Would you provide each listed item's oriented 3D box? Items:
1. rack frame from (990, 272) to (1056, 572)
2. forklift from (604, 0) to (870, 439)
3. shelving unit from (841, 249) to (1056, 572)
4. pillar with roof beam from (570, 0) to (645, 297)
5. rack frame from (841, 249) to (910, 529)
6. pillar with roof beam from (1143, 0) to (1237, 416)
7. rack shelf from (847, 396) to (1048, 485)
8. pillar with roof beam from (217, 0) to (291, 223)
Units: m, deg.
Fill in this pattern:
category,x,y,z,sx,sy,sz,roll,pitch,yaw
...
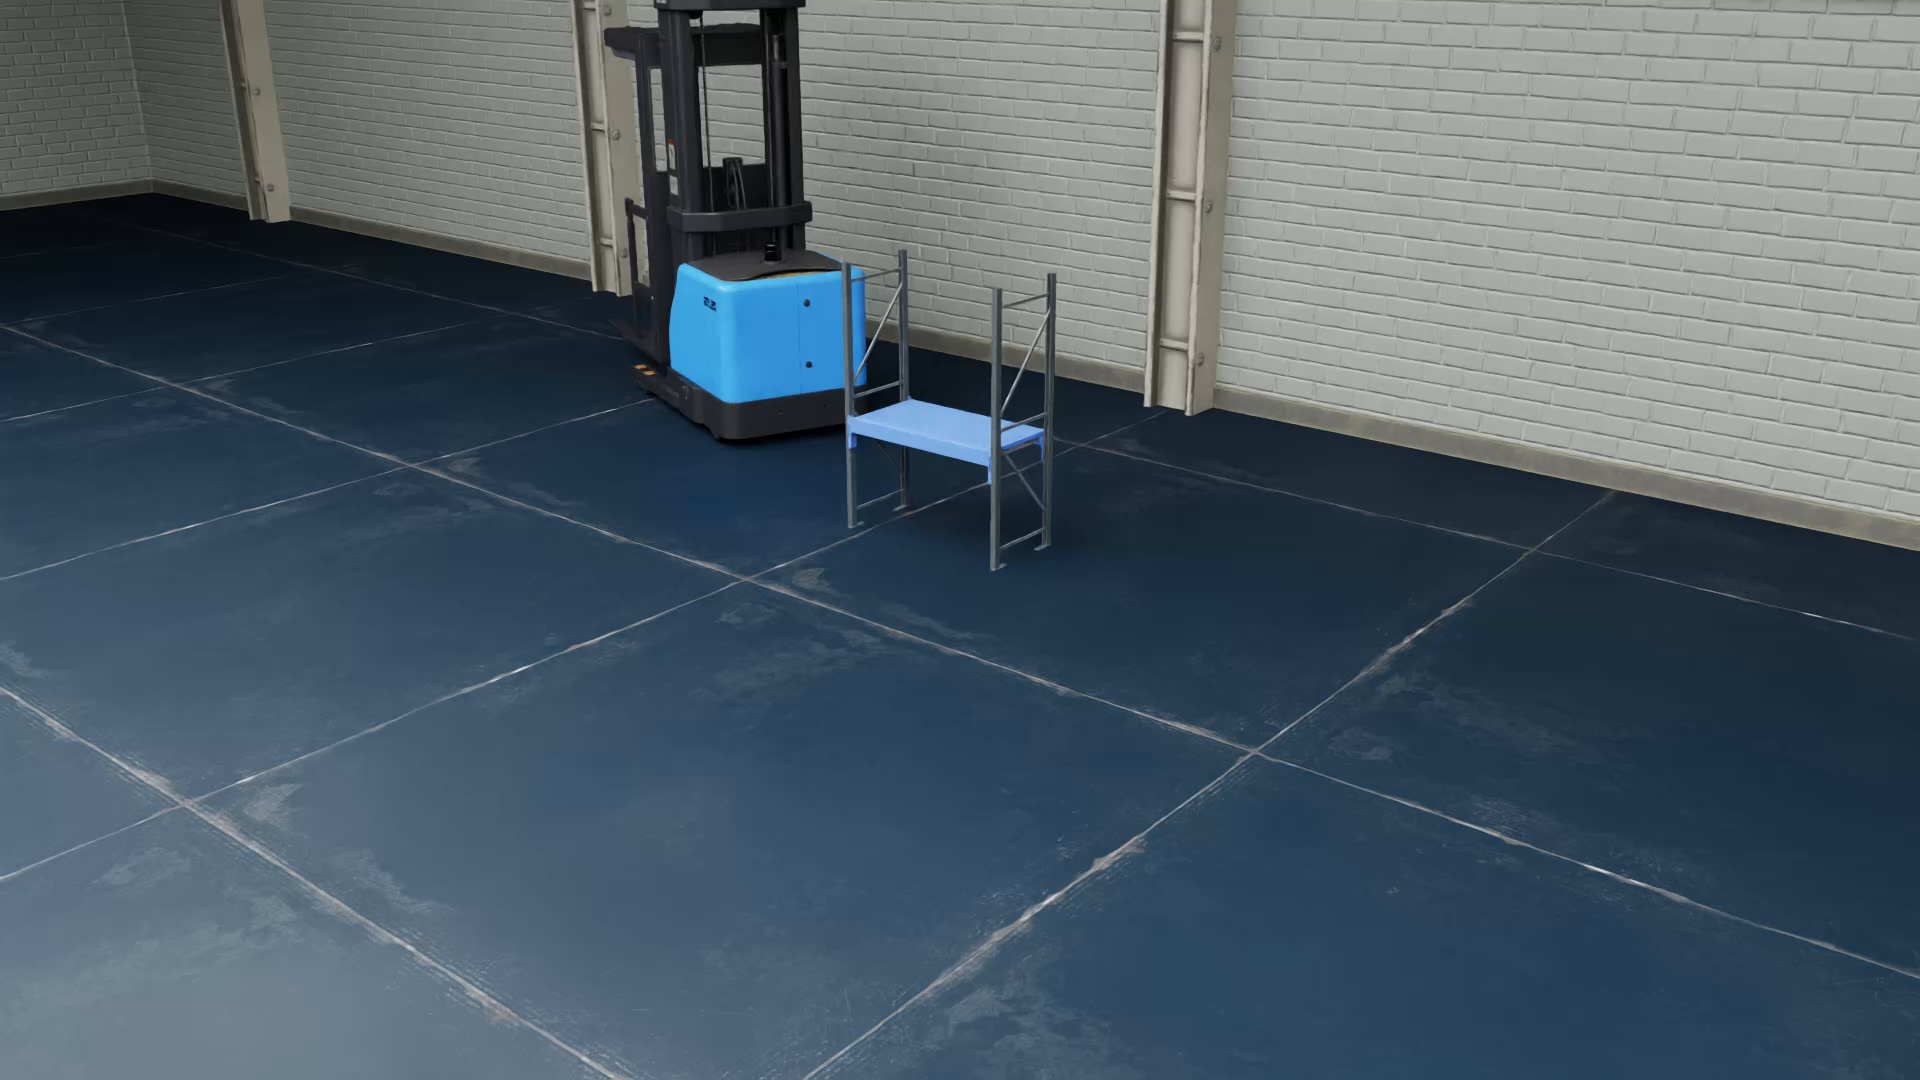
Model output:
category,x,y,z,sx,sy,sz,roll,pitch,yaw
rack frame,0.328,-0.607,8.653,0.032,1.500,0.500,16,26,36
forklift,-1.758,-2.492,11.623,1.130,2.935,3.031,-11,23,-27
shelving unit,-0.066,-0.721,8.954,1.048,1.500,0.538,16,26,36
pillar with roof beam,-5.837,-5.311,10.498,0.400,9.000,9.100,16,26,36
rack frame,-0.460,-0.834,9.255,0.032,1.500,0.500,16,26,36
pillar with roof beam,-1.188,-3.972,6.948,0.400,9.000,9.100,16,26,36
rack shelf,-0.066,-0.552,9.017,1.000,0.185,0.538,16,26,36
pillar with roof beam,-10.485,-6.649,14.048,0.400,9.000,9.100,16,26,36
